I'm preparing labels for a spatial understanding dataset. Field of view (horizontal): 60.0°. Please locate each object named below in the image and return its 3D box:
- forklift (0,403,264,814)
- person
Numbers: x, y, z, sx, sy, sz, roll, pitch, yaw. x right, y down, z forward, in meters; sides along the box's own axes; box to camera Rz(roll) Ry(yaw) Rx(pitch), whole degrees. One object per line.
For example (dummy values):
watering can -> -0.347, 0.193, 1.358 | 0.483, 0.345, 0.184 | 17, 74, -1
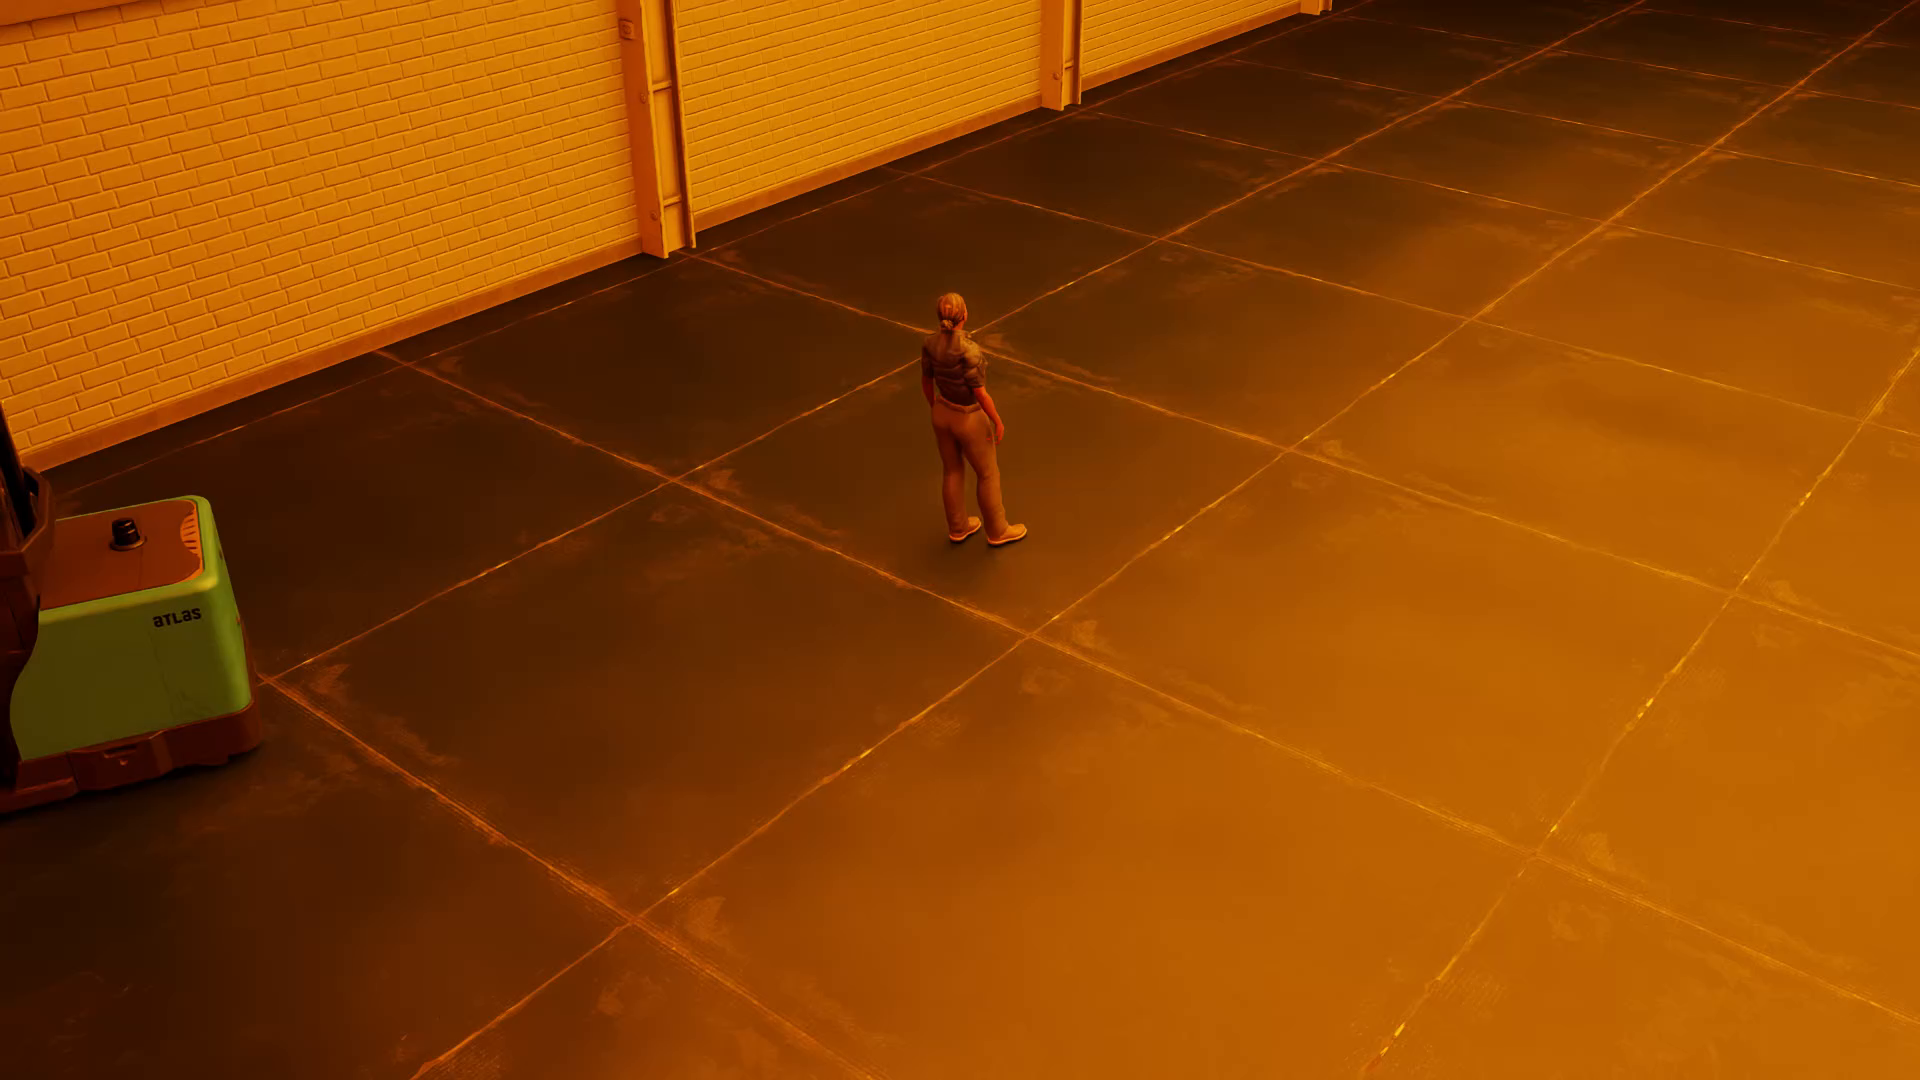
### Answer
forklift -> -5.162, -0.066, 7.708 | 3.031, 2.935, 1.130 | -13, 33, -21
person -> 0.070, -0.748, 10.127 | 0.569, 1.654, 0.504 | 22, 37, 33
